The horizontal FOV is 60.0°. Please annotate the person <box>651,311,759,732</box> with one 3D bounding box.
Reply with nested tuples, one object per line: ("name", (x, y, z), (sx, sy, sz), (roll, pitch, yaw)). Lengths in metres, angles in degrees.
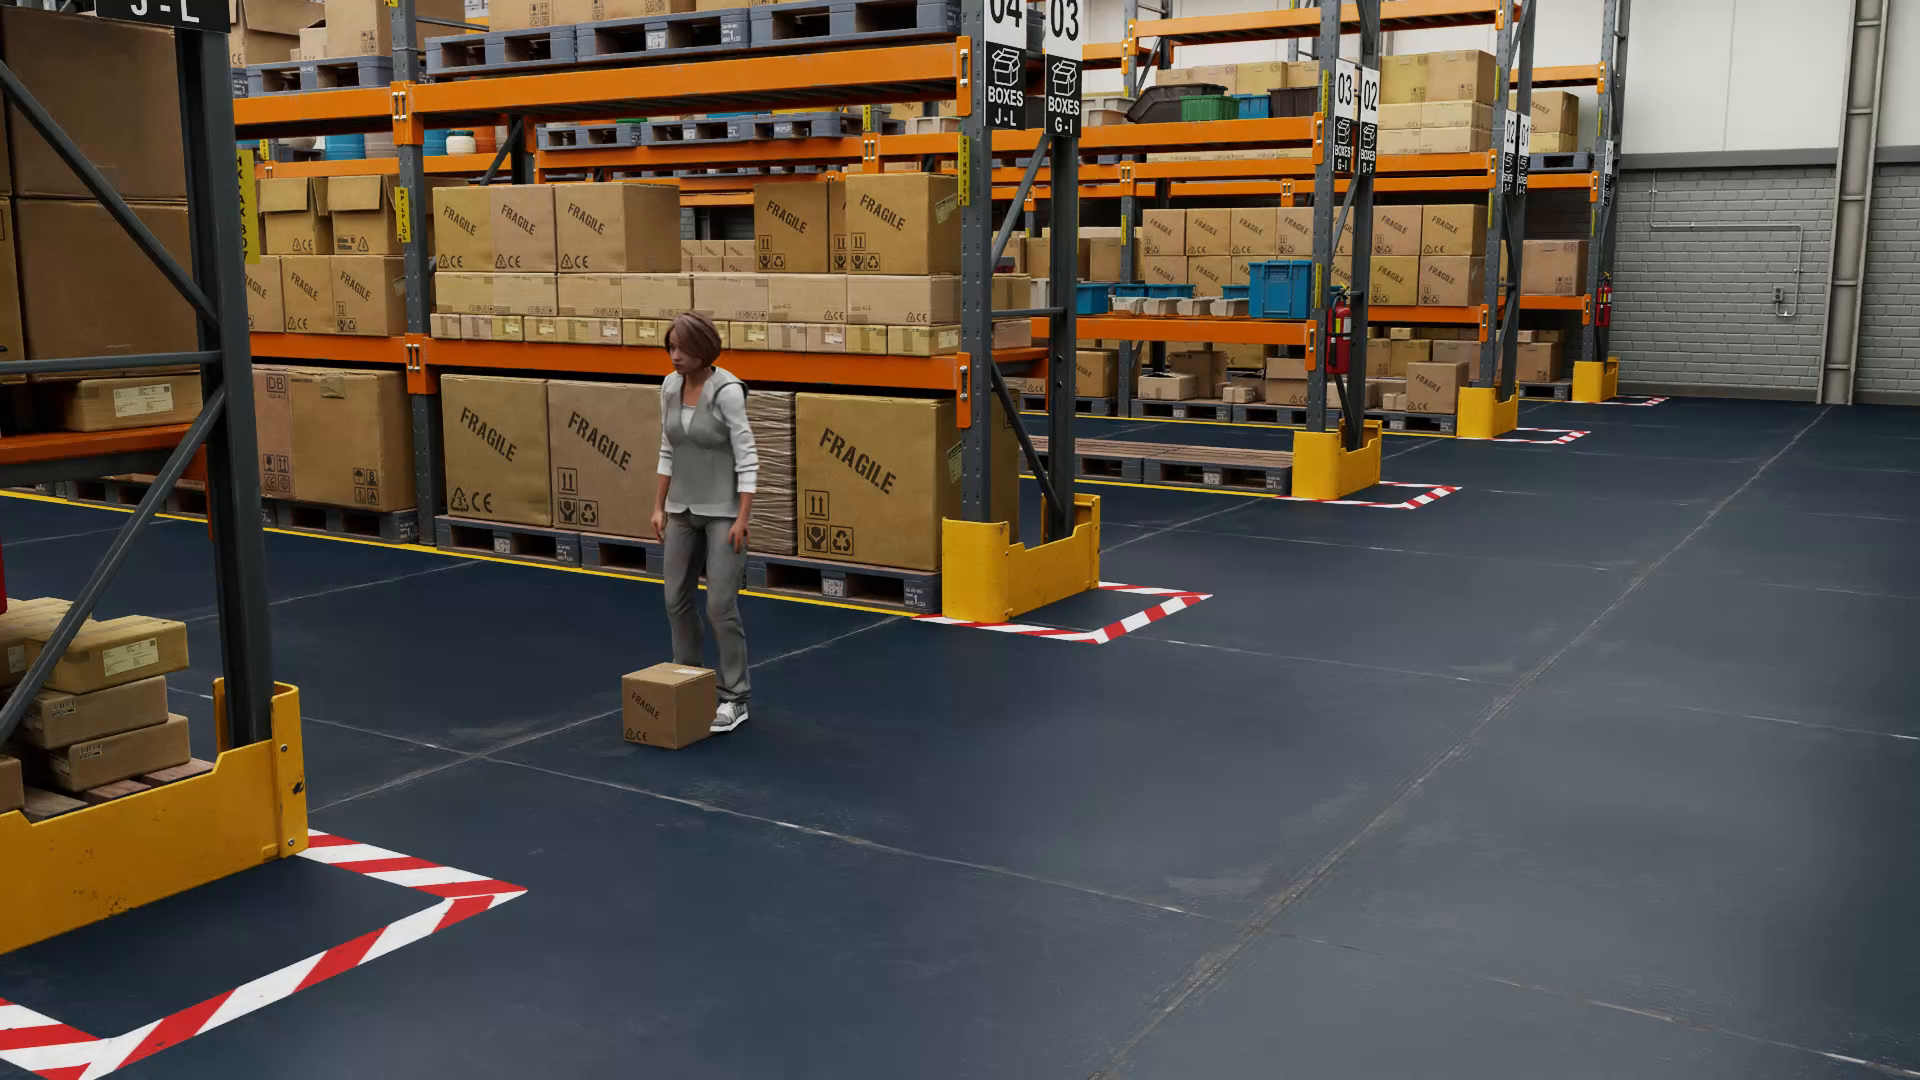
("person", (-0.977, -0.074, 6.358), (0.468, 1.592, 0.350), (6, 11, 30))
